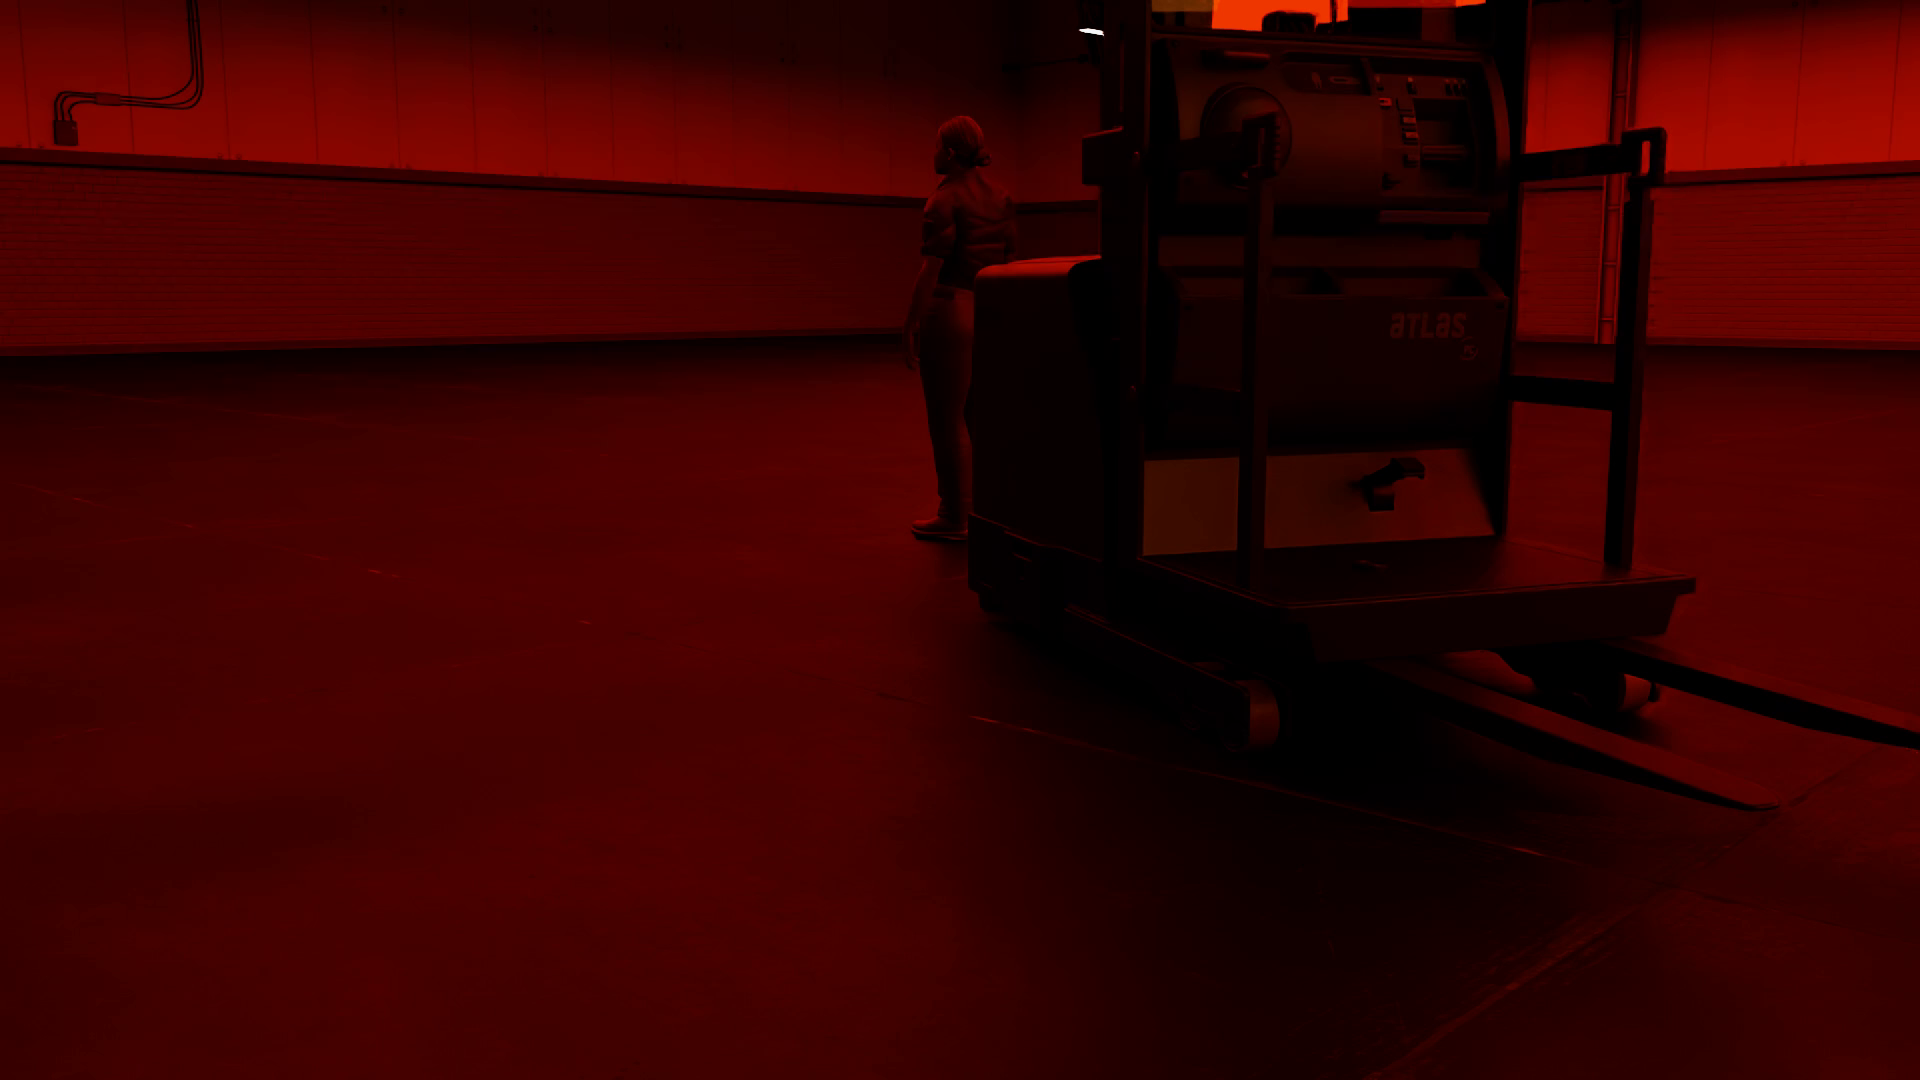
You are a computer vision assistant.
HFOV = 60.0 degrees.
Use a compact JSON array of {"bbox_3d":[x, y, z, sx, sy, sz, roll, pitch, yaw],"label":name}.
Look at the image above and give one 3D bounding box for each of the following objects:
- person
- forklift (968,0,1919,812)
[{"bbox_3d":[-0.049,-0.837,6.668,0.504,1.655,0.569,8,12,43],"label":"person"},{"bbox_3d":[1.002,-1.051,3.855,1.130,2.935,3.031,-3,9,-20],"label":"forklift"}]
